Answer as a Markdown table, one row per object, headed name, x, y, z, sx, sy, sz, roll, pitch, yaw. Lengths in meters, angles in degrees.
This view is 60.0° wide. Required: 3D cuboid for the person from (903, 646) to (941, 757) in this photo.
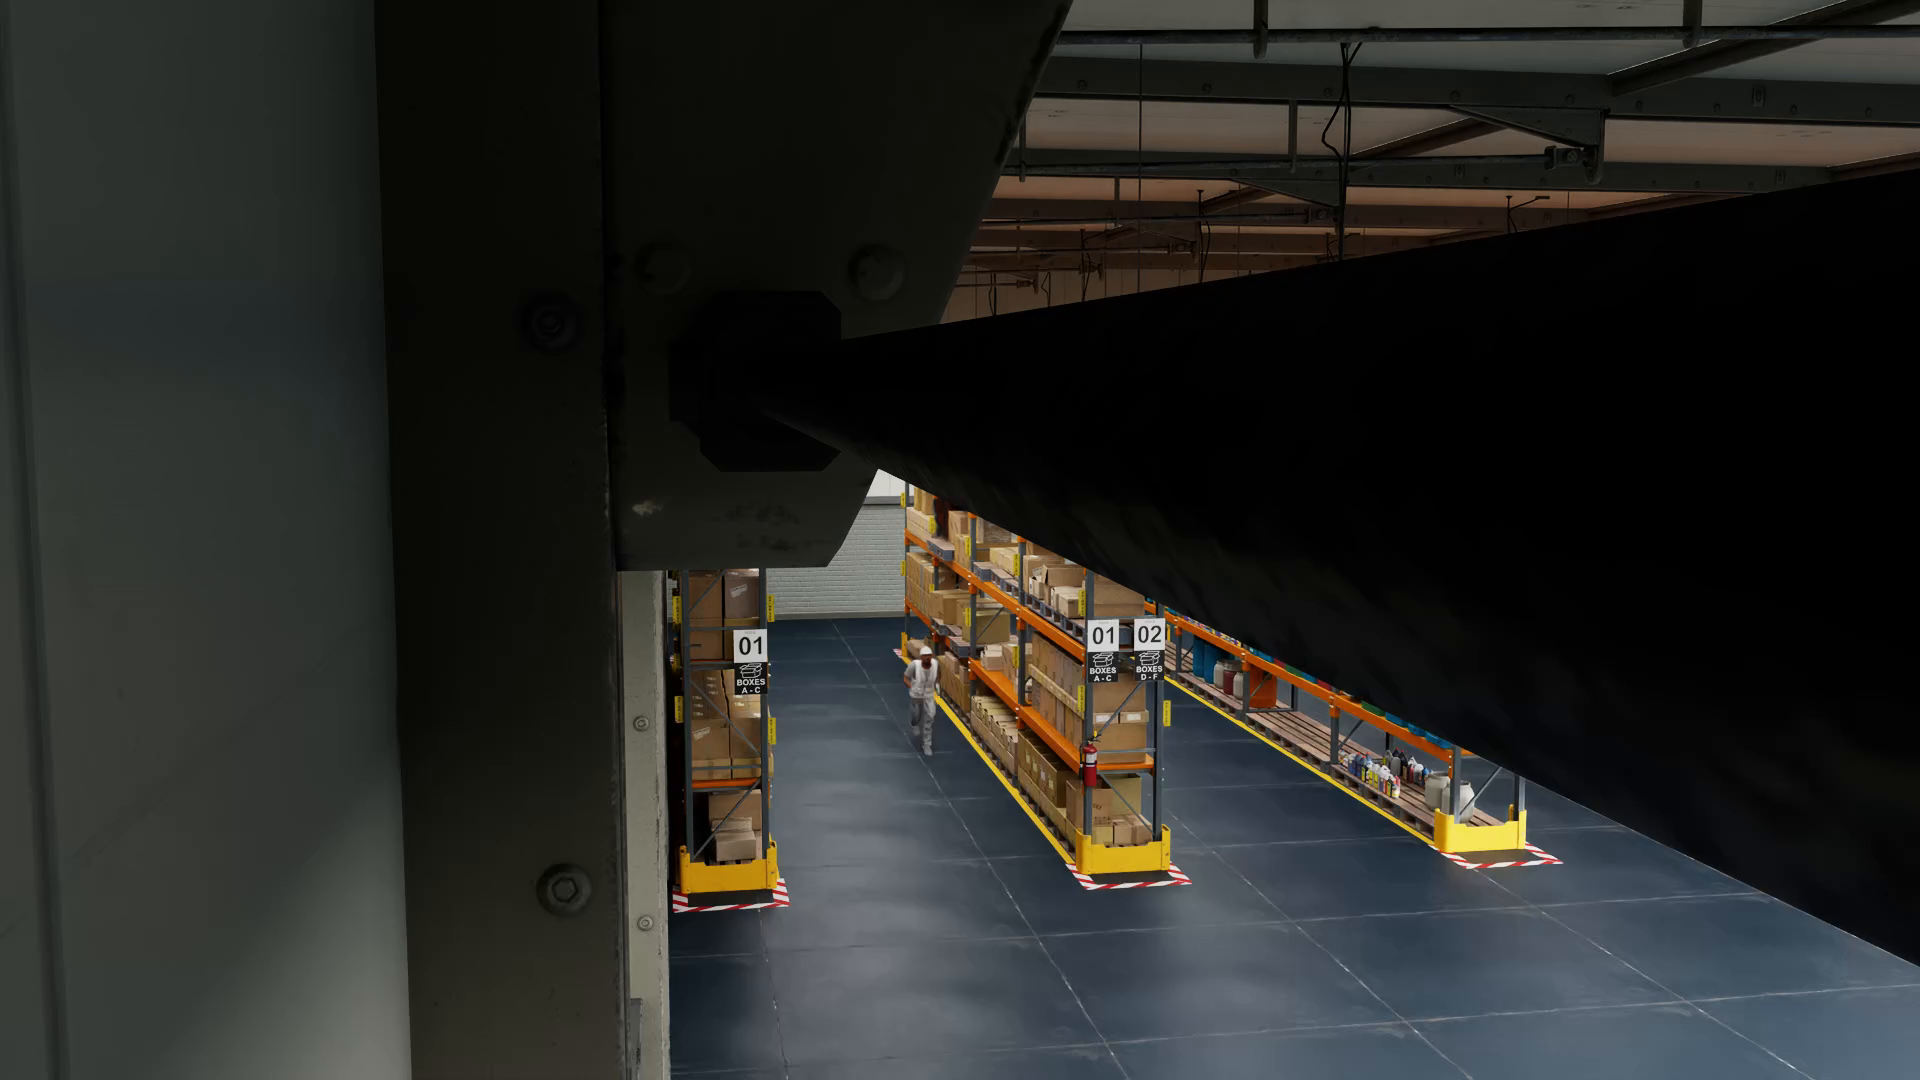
| name | x | y | z | sx | sy | sz | roll | pitch | yaw |
| --- | --- | --- | --- | --- | --- | --- | --- | --- | --- |
| person | -0.628 | 2.606 | 27.571 | 0.680 | 1.770 | 1.126 | -1 | 6 | -13 |
